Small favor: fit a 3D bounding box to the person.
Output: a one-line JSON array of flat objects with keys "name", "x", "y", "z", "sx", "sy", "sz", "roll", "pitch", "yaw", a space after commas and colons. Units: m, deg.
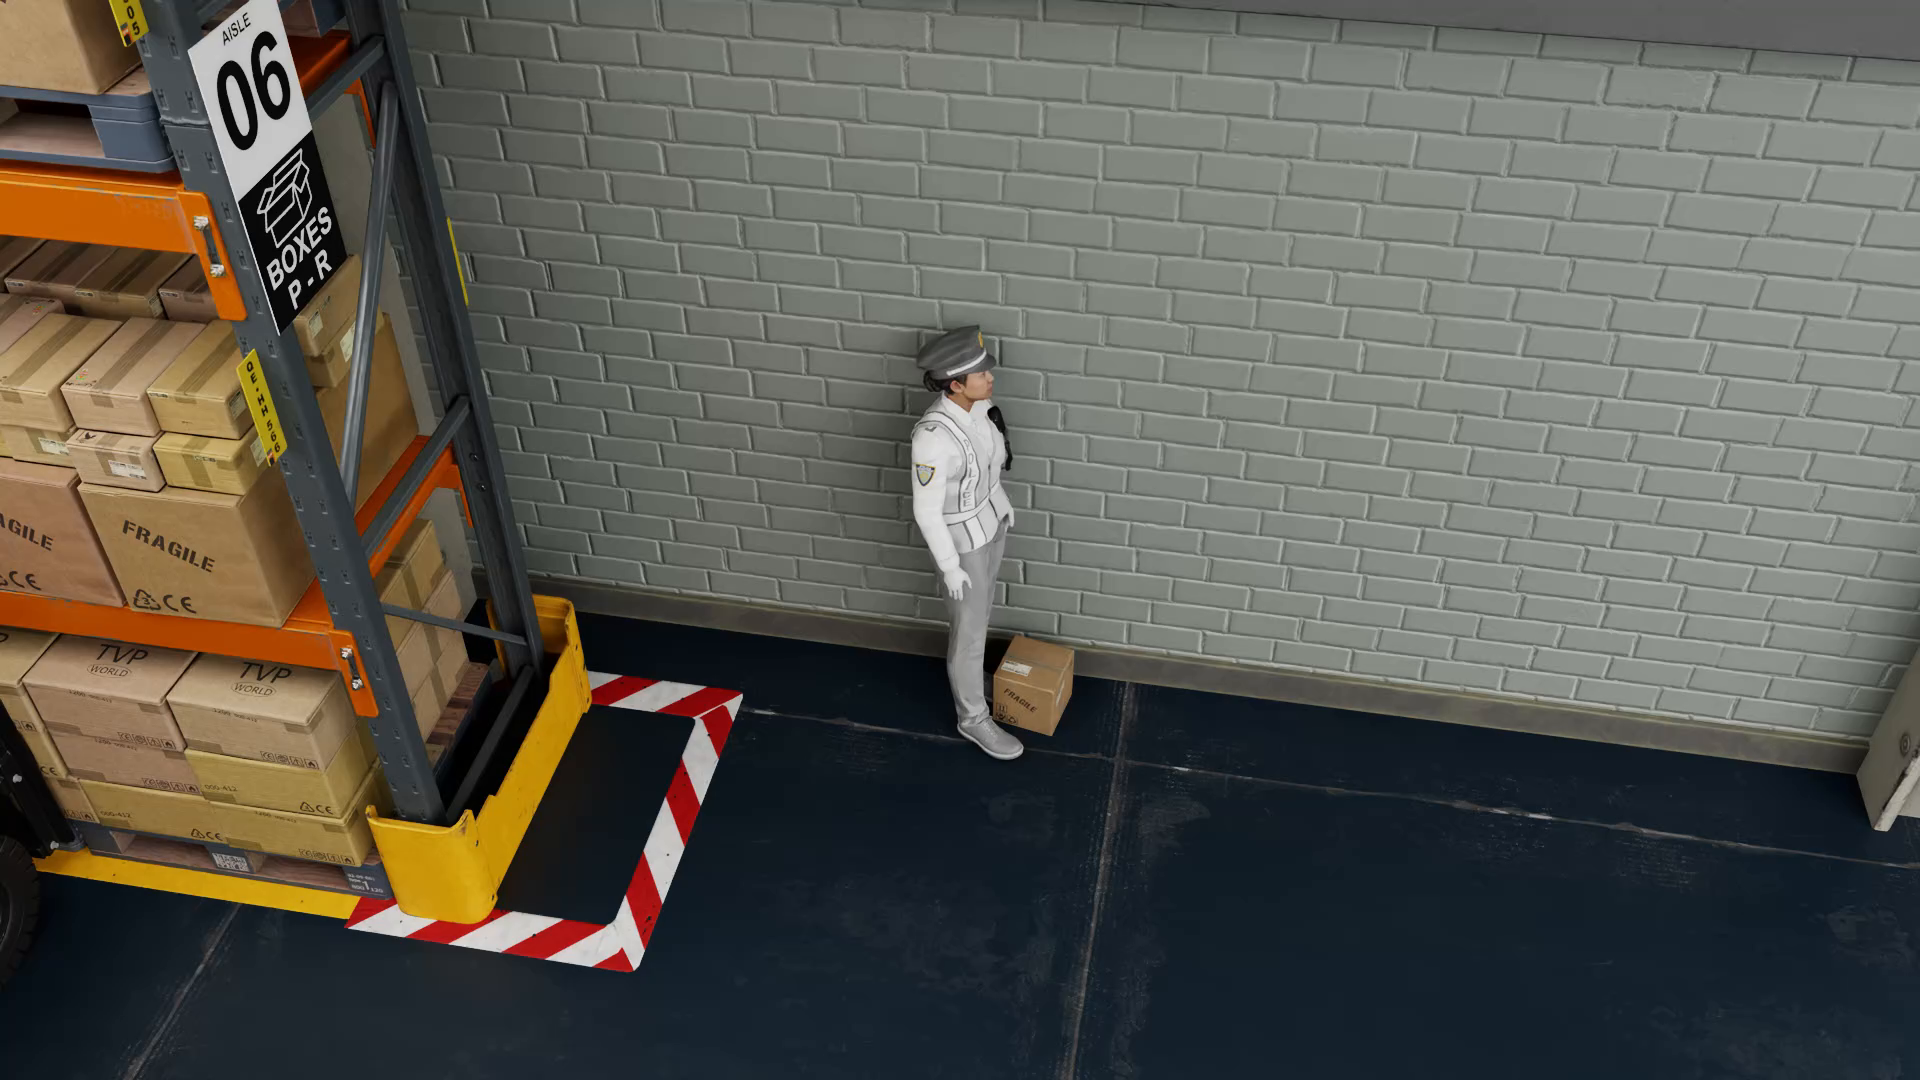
[{"name": "person", "x": 0.089, "y": -0.015, "z": 6.136, "sx": 0.531, "sy": 1.695, "sz": 0.587, "roll": 16, "pitch": 43, "yaw": 17}]
